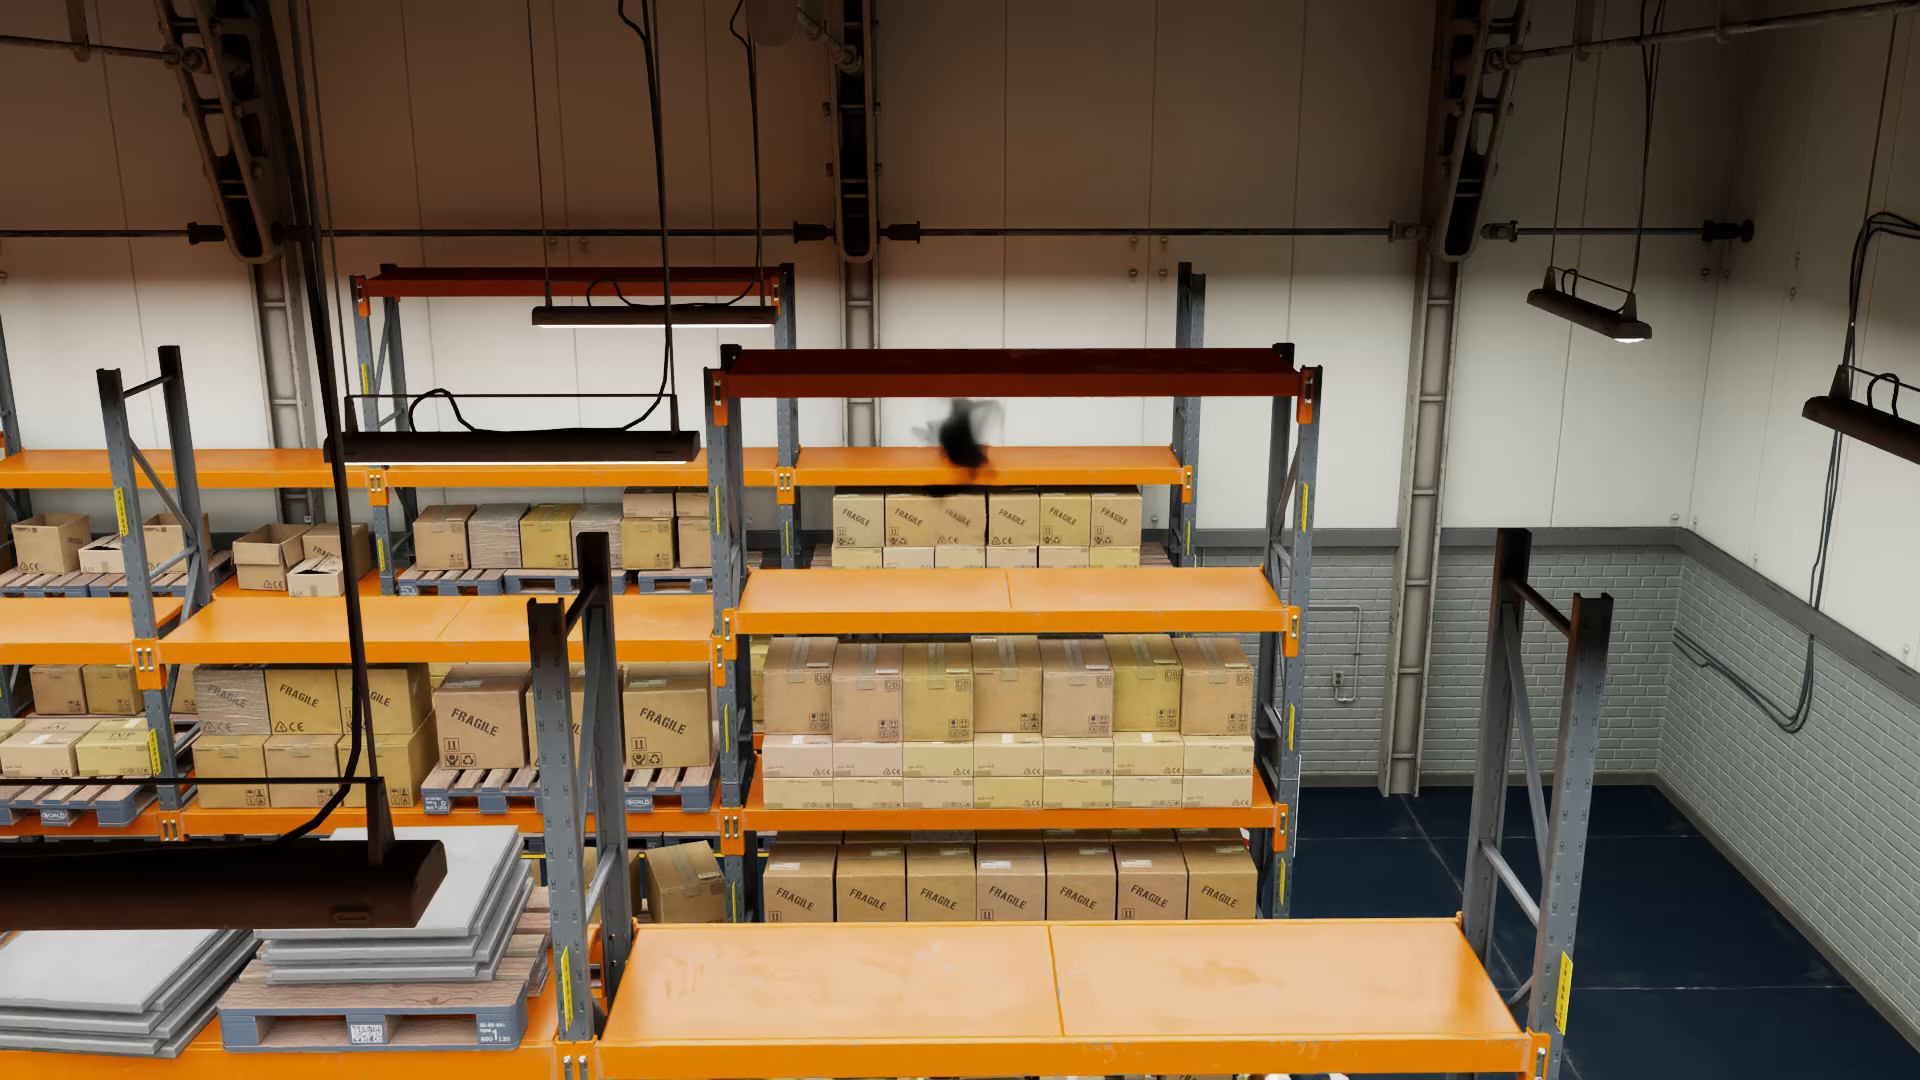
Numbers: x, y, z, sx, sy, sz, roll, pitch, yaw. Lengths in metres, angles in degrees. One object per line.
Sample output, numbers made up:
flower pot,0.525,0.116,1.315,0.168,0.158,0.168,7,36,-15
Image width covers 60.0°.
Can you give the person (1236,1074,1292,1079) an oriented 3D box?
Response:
person,2.066,4.127,11.237,0.794,1.799,0.683,-11,19,-33
